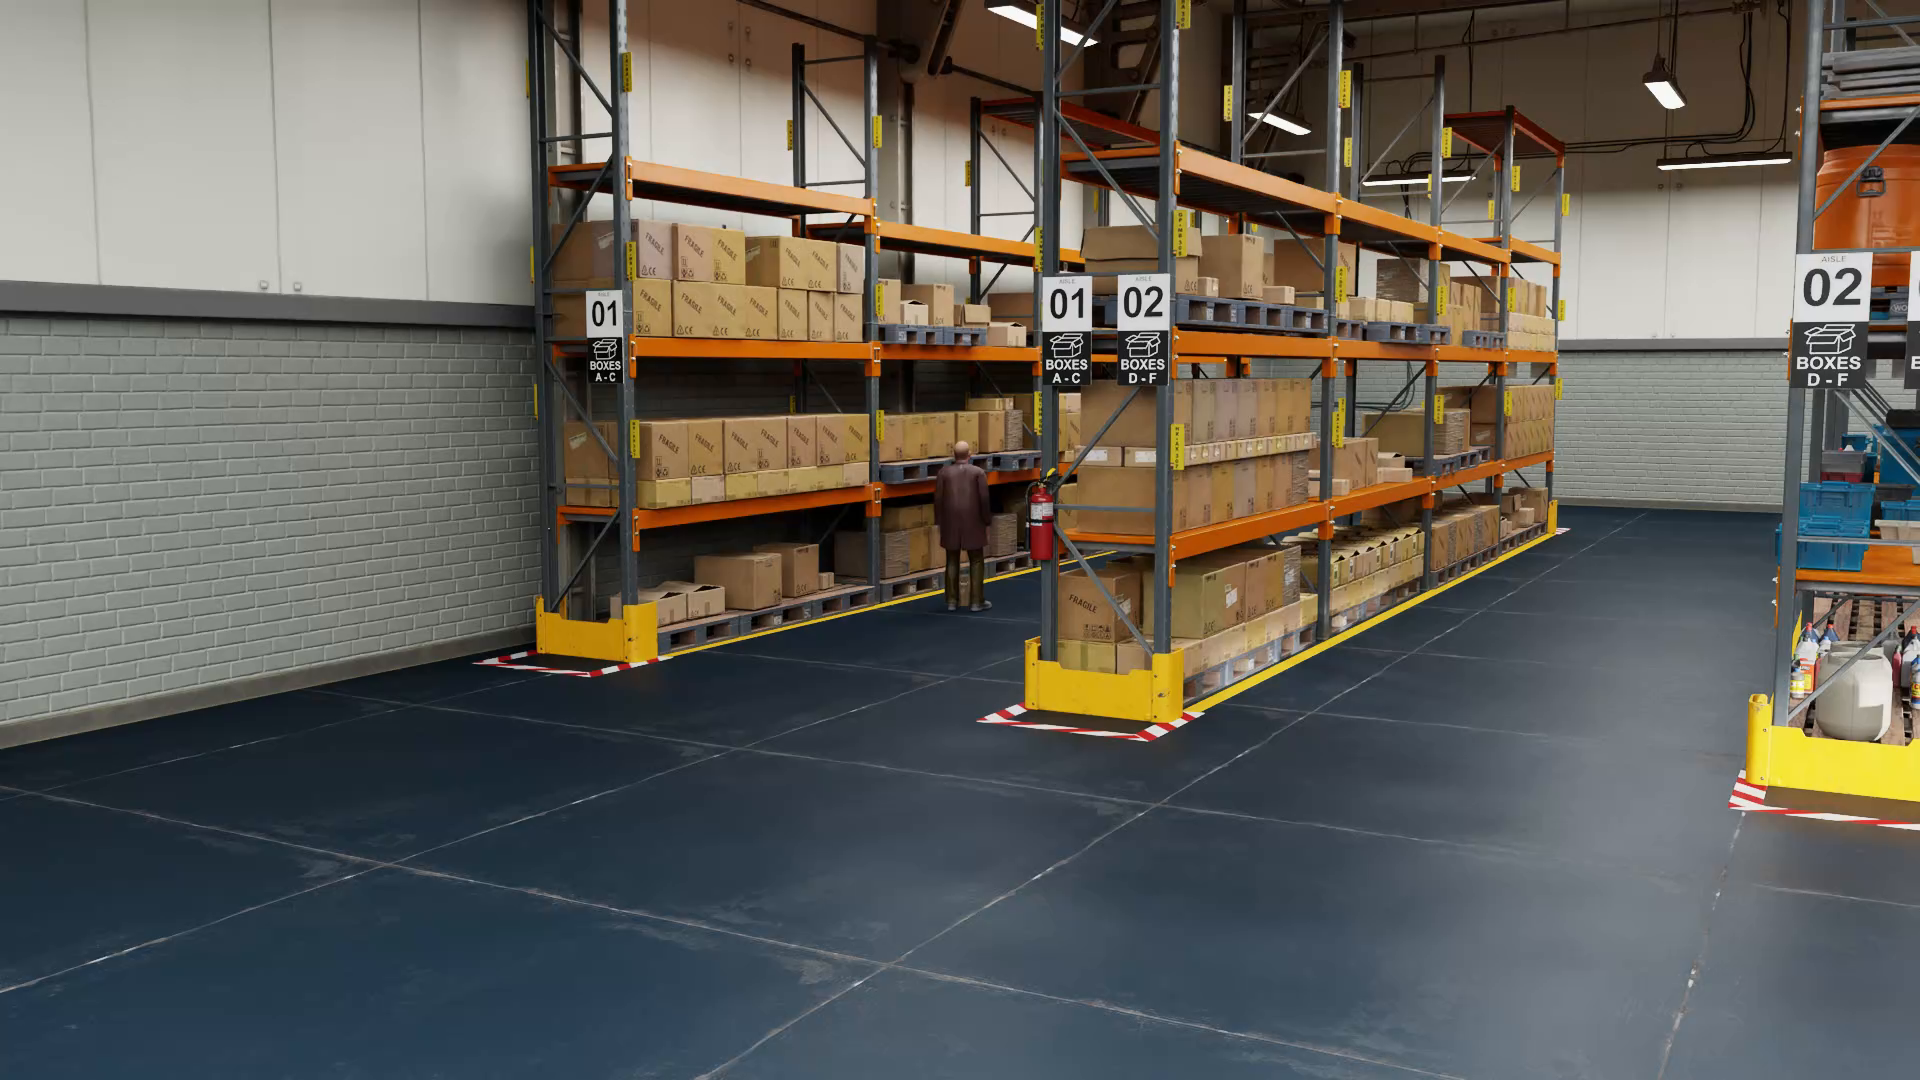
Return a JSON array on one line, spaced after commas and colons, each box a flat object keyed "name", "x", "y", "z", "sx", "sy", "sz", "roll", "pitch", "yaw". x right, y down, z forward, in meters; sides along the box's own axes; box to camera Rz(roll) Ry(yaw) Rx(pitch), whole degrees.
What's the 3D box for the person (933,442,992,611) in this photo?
[{"name": "person", "x": 0.030, "y": -0.146, "z": 17.503, "sx": 0.622, "sy": 1.774, "sz": 0.426, "roll": 1, "pitch": 6, "yaw": 12}]
